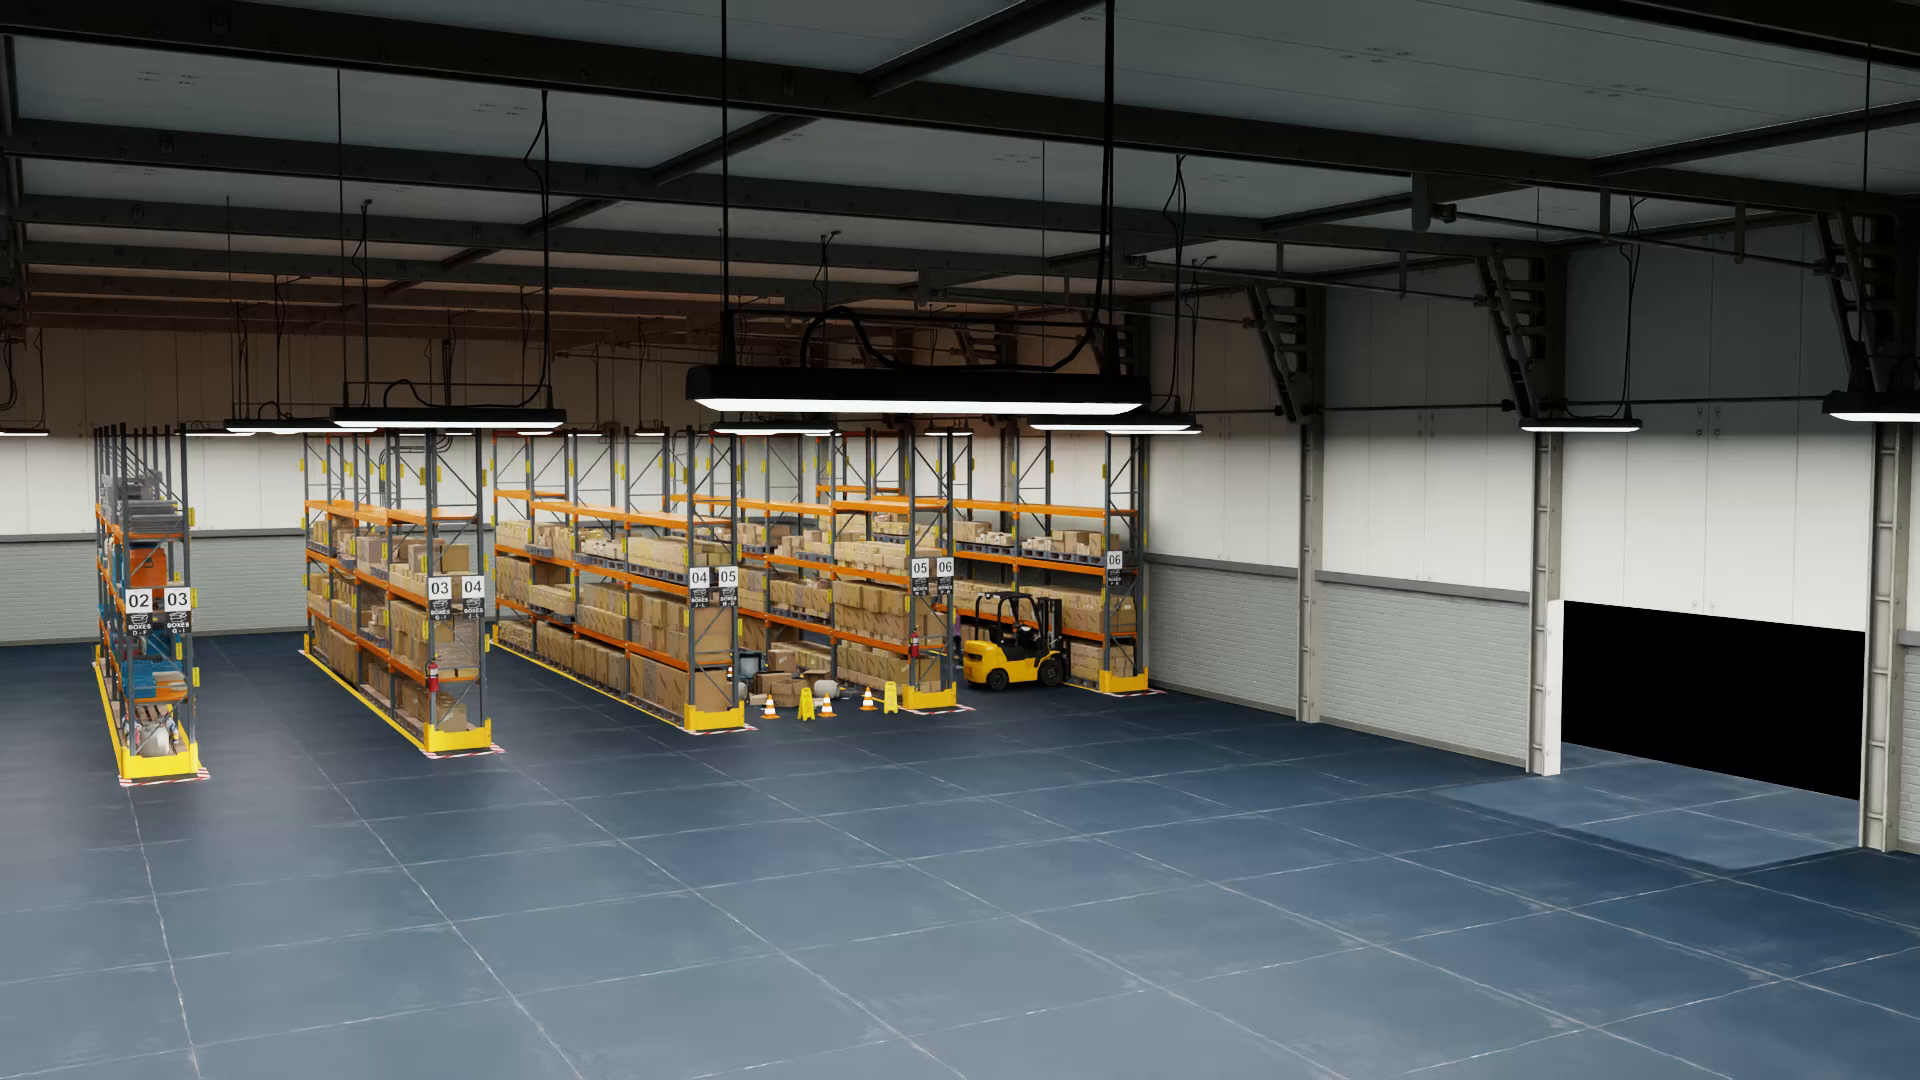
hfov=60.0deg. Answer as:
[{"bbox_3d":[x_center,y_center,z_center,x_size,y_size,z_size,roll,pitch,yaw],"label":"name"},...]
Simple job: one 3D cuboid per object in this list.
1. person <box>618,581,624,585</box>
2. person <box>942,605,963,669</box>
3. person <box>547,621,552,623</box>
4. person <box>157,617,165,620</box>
[{"bbox_3d":[-9.400,2.044,45.943,0.596,1.785,0.521,-3,4,-36],"label":"person"},{"bbox_3d":[-0.124,2.431,41.503,0.450,1.617,0.627,-3,5,-43],"label":"person"},{"bbox_3d":[-12.766,1.689,51.866,0.557,1.768,0.490,2,4,24],"label":"person"},{"bbox_3d":[-20.733,2.237,43.637,0.697,1.719,0.631,1,4,16],"label":"person"}]
